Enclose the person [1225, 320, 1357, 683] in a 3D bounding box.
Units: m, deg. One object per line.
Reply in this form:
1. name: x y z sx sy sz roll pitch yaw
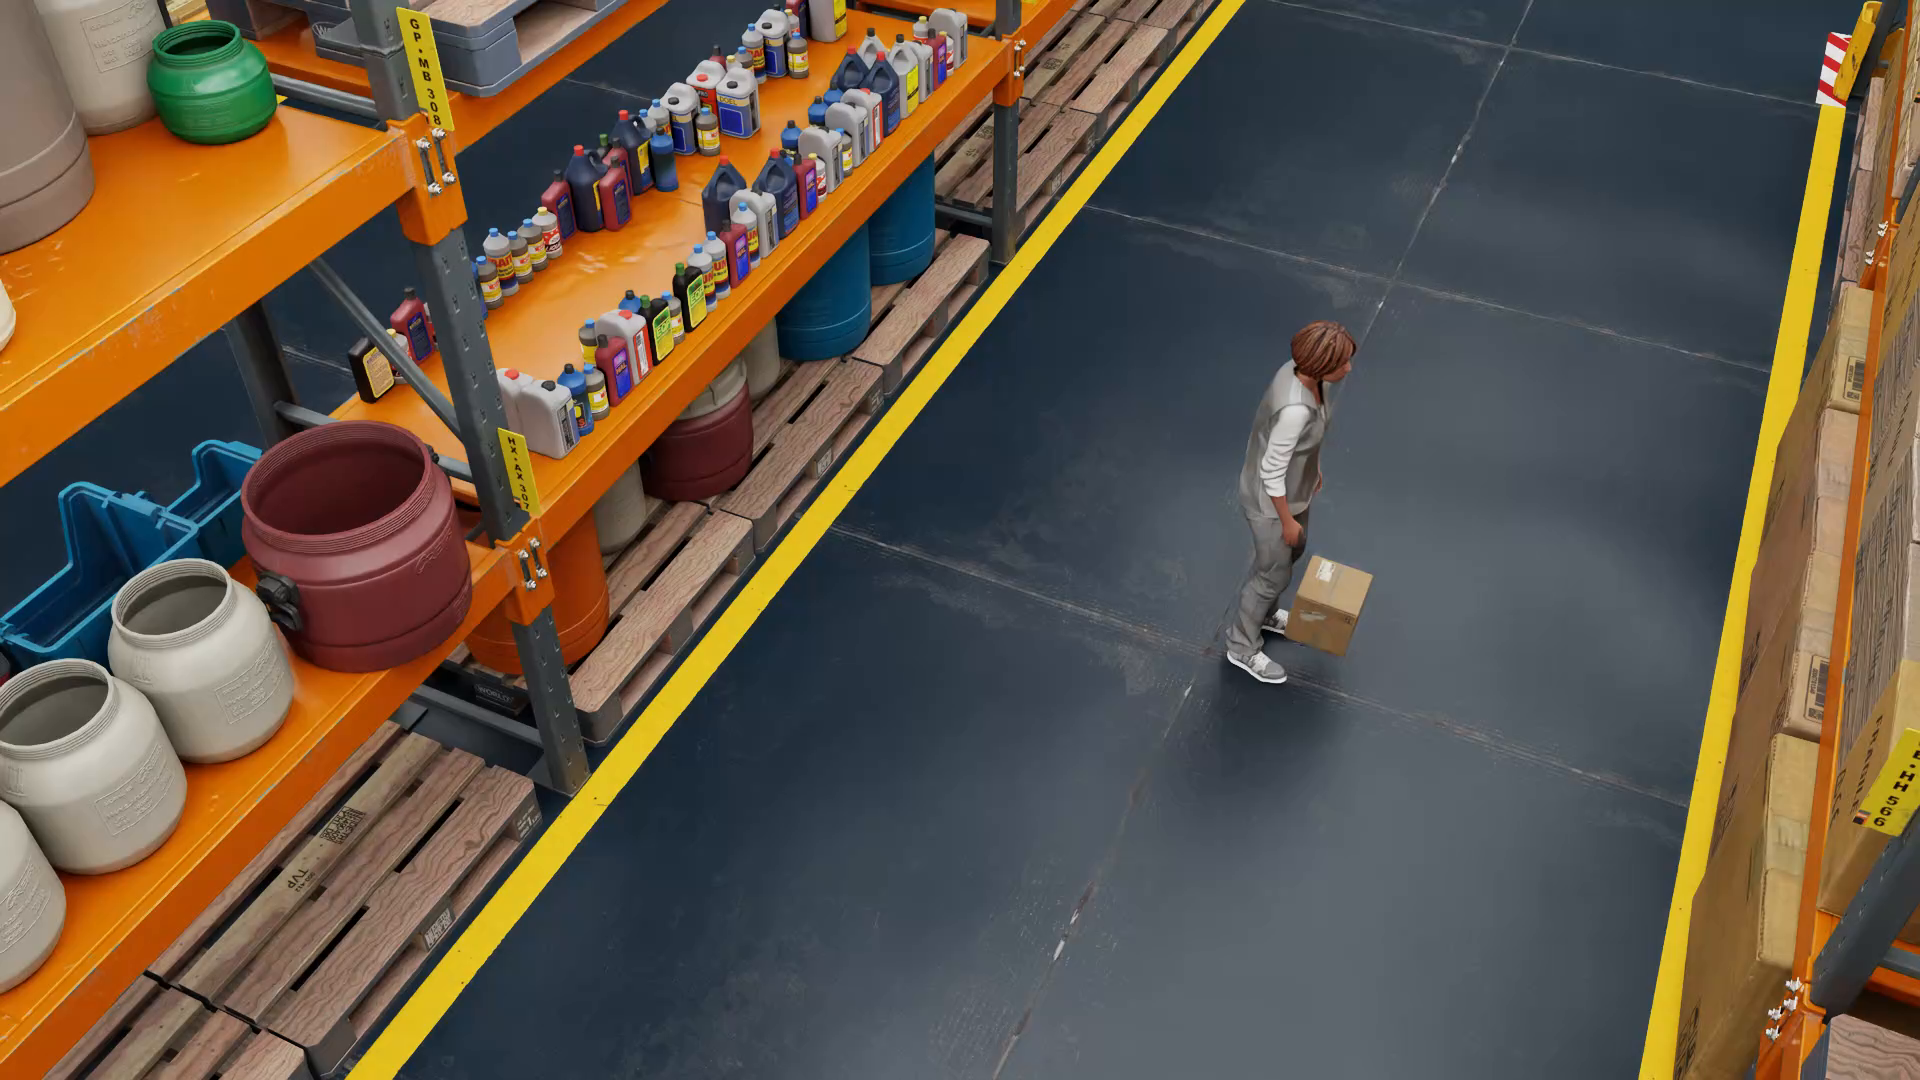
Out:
1. person: 1.240 -0.171 6.352 0.343 1.595 0.456 16 45 17
